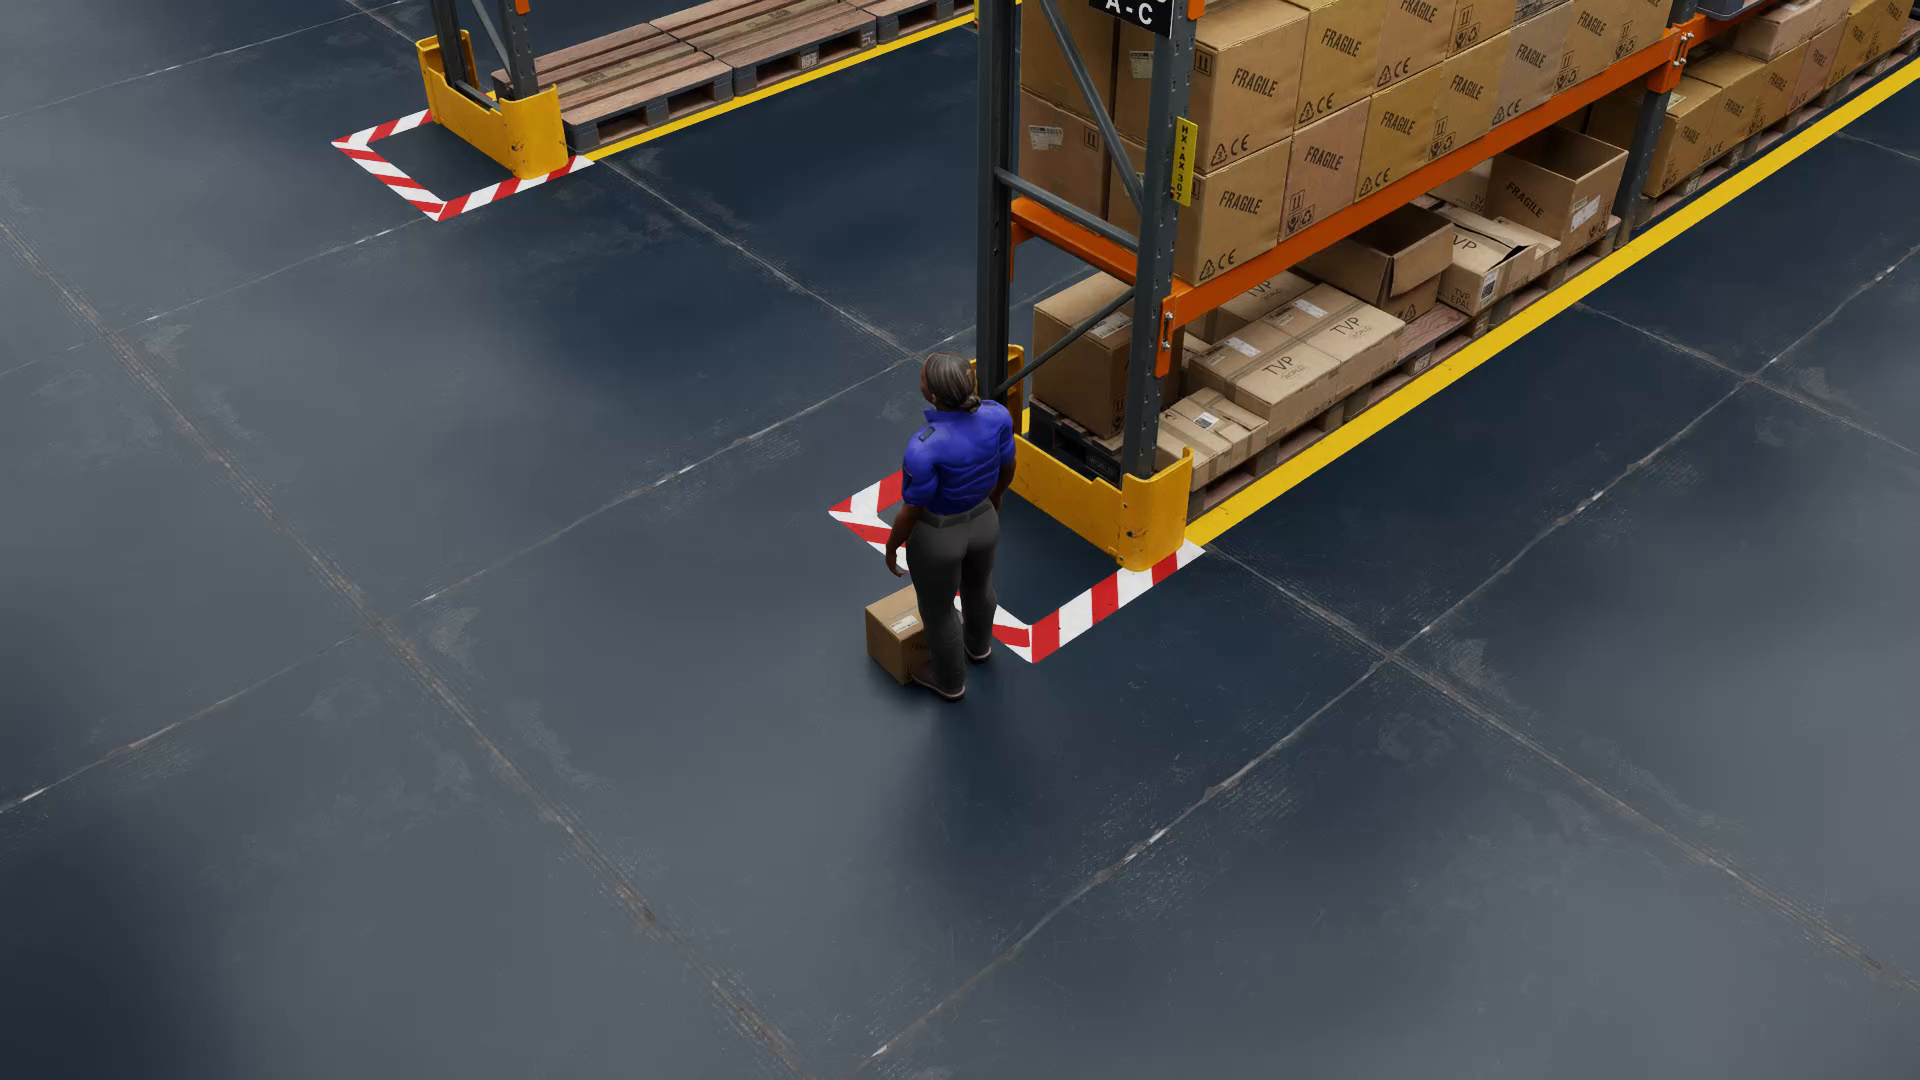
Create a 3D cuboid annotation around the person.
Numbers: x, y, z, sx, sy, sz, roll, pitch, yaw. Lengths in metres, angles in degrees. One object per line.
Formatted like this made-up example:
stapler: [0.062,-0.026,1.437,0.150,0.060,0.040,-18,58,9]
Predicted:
person: [-0.068,-0.080,6.241,0.568,1.655,0.504,-26,46,-27]
